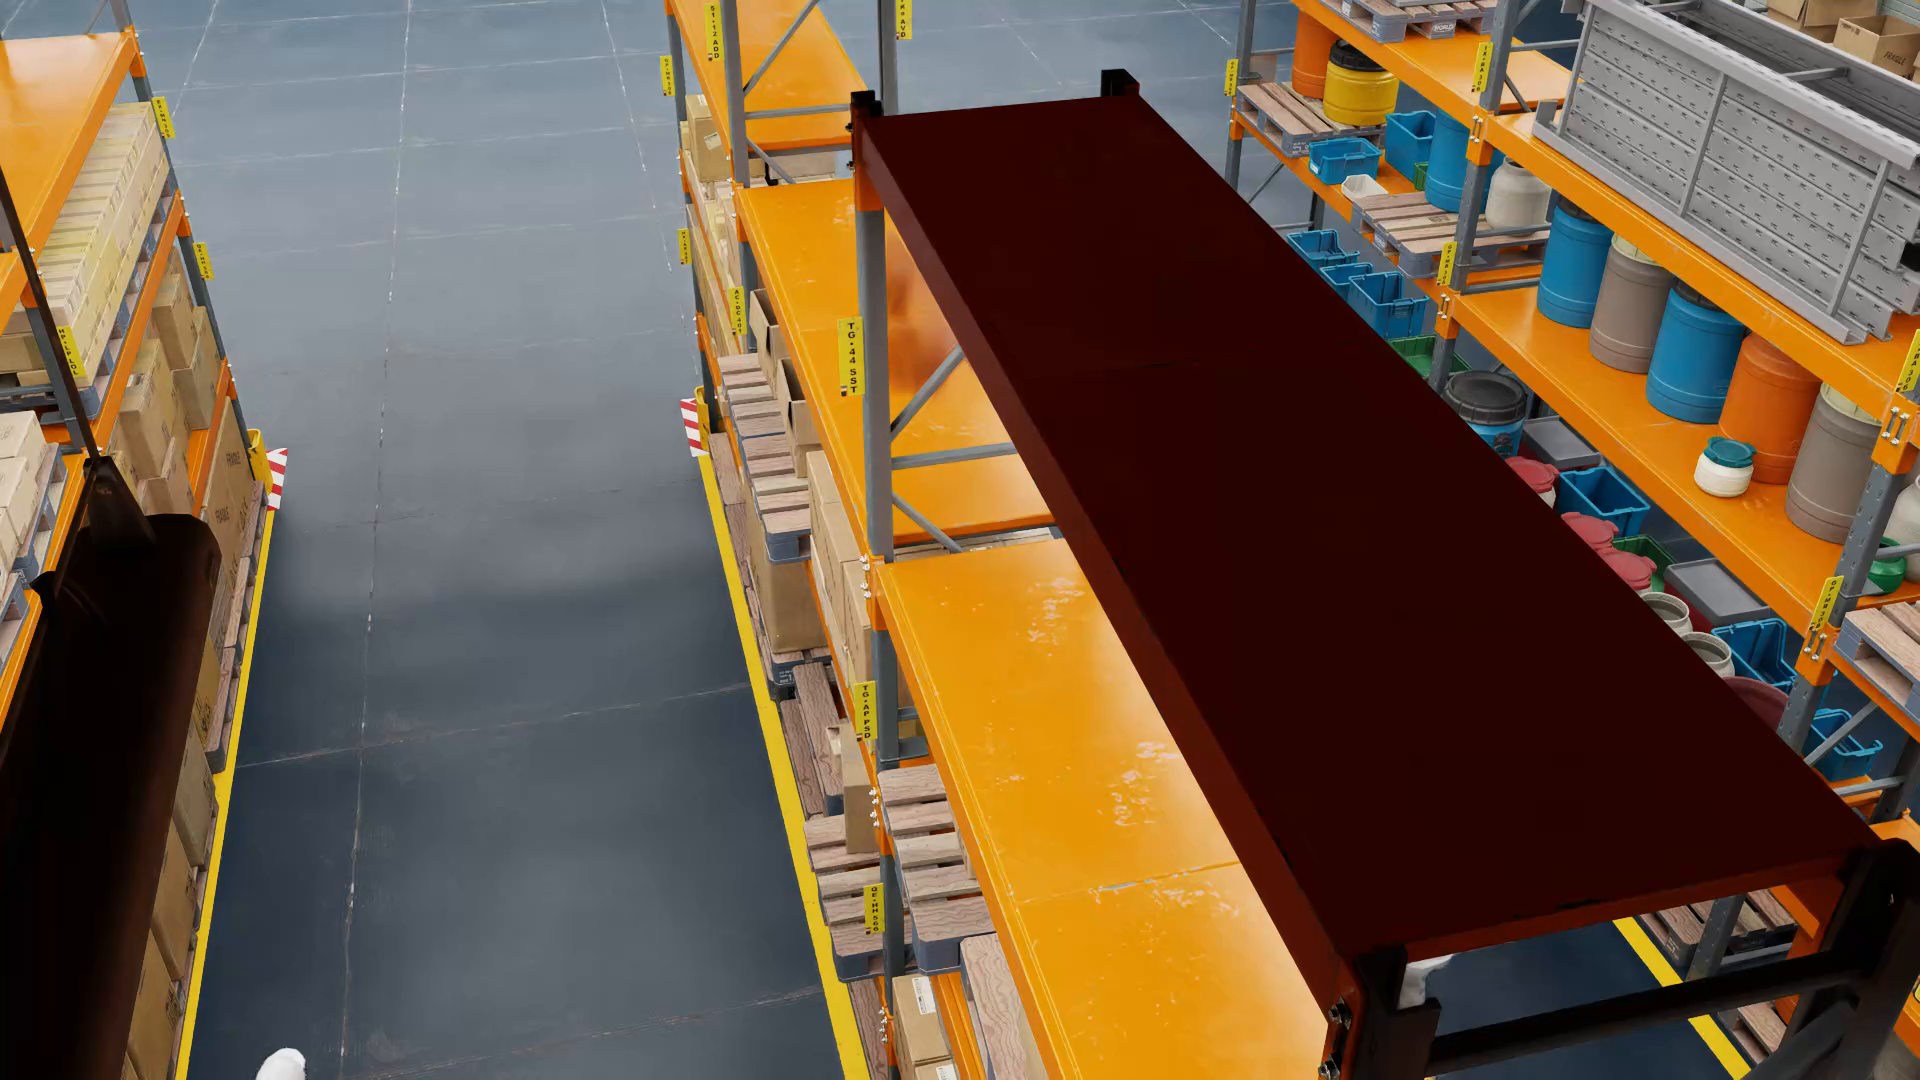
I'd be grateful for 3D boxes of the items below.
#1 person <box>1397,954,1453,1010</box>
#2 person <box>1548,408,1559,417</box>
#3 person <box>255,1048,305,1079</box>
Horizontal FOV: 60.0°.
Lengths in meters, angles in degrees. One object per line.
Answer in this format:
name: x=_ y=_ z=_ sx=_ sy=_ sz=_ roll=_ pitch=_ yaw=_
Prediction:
person: x=2.436 y=2.237 z=8.870 sx=0.568 sy=1.803 sz=0.717 roll=-17 pitch=38 yaw=-23
person: x=5.326 y=-1.293 z=14.457 sx=0.590 sy=1.690 sz=0.846 roll=-15 pitch=37 yaw=-21
person: x=-3.016 y=3.028 z=7.714 sx=0.707 sy=1.859 sz=0.733 roll=-6 pitch=35 yaw=-8
